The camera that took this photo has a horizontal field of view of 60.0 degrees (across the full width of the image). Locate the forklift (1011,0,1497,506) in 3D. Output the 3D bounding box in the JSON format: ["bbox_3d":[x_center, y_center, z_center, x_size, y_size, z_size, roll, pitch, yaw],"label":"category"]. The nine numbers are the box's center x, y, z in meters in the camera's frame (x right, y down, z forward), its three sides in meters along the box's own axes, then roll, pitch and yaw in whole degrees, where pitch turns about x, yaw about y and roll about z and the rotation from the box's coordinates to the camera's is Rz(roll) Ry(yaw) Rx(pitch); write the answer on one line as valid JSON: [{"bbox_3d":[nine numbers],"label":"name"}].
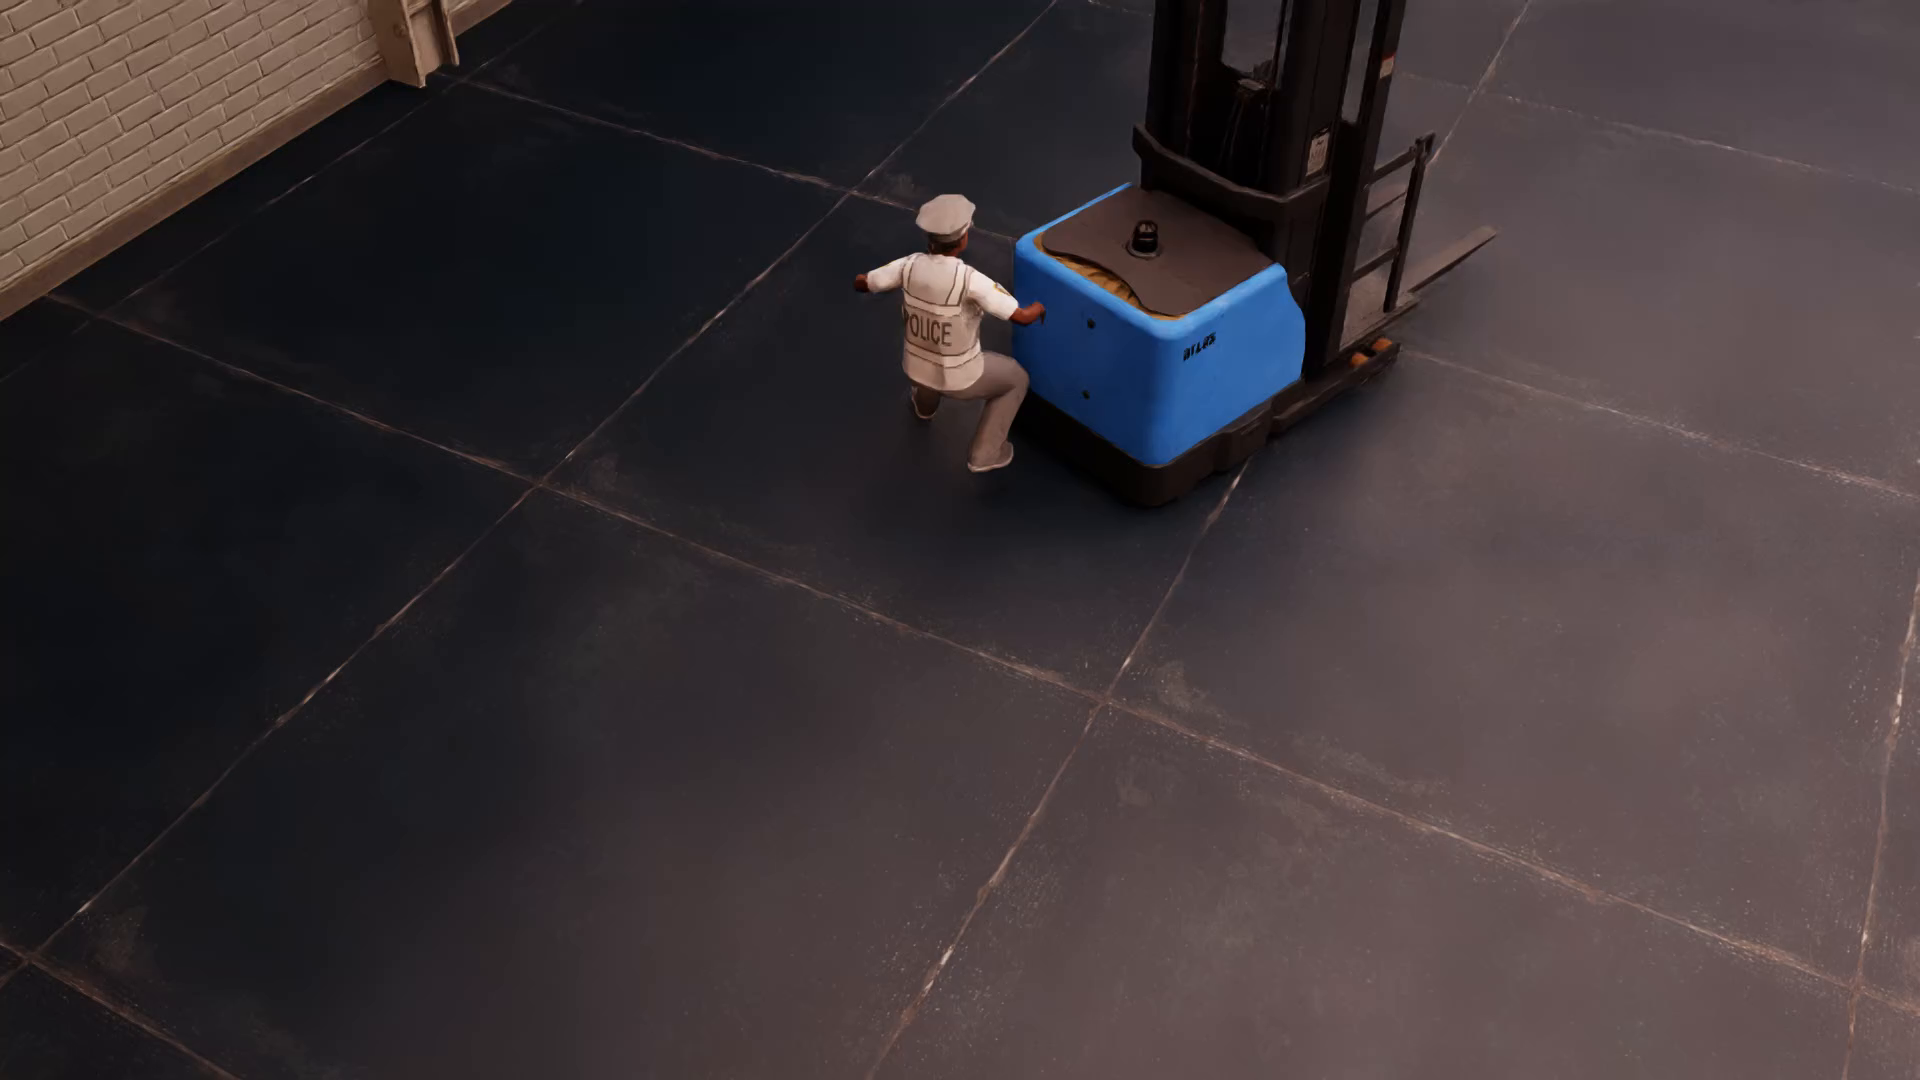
[{"bbox_3d":[1.666,-2.110,7.894,3.031,2.935,1.130,-32,52,-29],"label":"forklift"}]

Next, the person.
[{"bbox_3d":[-0.016,-0.967,7.725,0.952,1.524,0.722,25,49,24],"label":"person"}]
